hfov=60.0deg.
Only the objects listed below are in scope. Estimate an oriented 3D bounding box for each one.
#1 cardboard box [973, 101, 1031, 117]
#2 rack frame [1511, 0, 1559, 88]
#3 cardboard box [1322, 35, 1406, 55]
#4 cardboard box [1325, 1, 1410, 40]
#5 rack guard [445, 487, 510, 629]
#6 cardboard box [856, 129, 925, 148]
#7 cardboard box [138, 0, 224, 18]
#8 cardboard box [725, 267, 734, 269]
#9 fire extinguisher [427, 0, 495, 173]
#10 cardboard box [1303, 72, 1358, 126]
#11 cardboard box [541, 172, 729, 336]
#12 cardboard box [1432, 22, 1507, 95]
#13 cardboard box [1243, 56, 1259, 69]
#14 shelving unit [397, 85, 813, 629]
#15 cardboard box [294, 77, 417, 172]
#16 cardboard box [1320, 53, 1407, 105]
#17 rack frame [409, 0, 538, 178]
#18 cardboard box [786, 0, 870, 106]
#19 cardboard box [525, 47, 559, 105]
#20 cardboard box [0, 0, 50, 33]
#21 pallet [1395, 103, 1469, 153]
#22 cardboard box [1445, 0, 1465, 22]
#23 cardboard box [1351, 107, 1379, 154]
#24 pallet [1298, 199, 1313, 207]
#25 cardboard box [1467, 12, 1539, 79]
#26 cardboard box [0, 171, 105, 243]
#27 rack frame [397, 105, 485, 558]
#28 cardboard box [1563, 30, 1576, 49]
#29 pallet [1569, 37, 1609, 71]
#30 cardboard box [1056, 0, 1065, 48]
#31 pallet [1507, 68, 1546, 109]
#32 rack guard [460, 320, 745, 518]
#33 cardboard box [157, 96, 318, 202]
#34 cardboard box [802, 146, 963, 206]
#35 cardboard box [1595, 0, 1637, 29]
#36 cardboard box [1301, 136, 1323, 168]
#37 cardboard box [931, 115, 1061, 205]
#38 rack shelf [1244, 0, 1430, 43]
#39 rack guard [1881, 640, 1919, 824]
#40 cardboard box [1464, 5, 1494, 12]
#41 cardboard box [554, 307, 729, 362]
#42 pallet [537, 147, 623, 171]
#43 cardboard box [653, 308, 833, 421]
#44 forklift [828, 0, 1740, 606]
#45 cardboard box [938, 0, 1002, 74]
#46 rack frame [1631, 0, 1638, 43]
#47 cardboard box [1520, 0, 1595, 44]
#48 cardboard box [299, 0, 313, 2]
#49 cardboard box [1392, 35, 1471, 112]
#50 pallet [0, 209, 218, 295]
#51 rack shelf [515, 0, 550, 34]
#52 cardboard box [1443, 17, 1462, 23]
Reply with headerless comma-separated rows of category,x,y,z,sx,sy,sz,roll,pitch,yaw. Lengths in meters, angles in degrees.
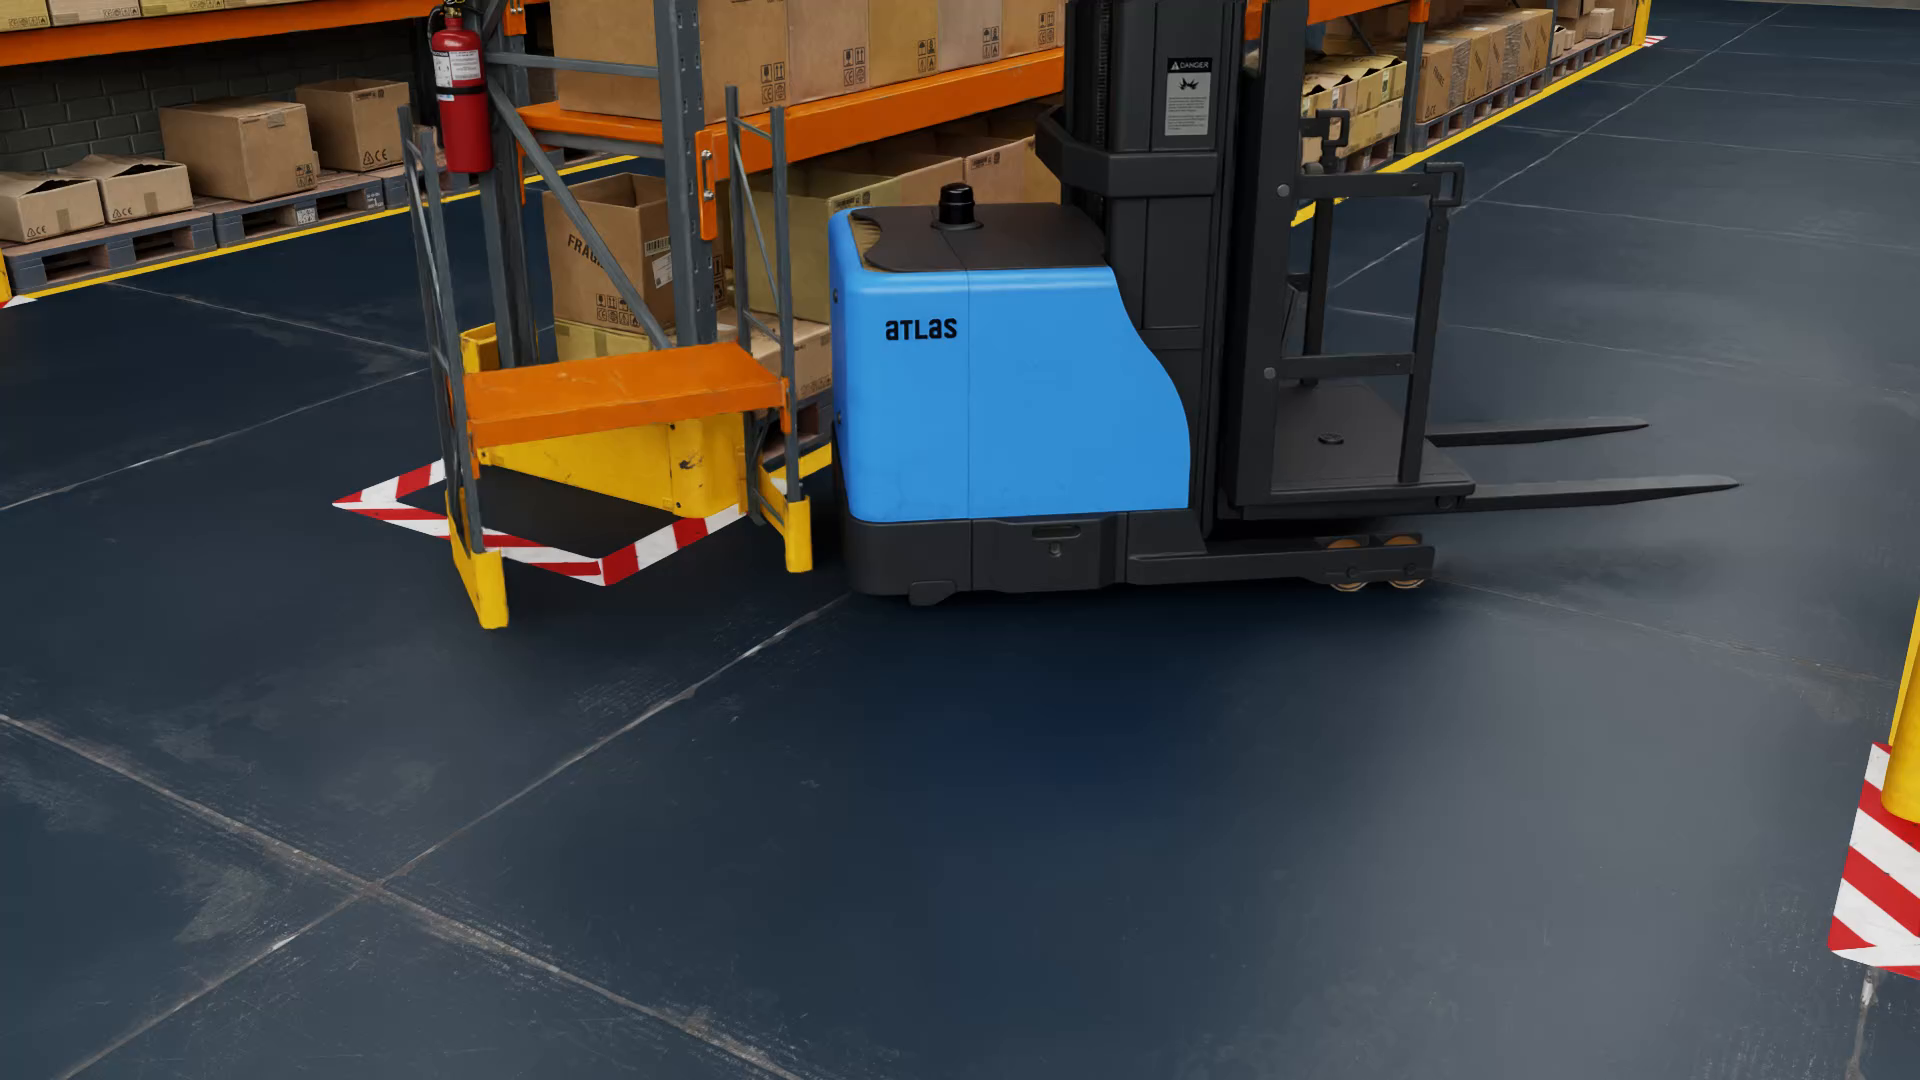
cardboard box,0.027,-1.996,8.573,0.500,0.500,0.500,14,27,29
rack frame,5.015,-5.682,15.099,1.000,3.000,0.127,14,27,29
cardboard box,3.199,-3.752,13.233,0.500,0.500,0.500,15,28,31
cardboard box,3.225,-4.116,13.130,0.500,0.250,0.500,15,28,31
rack guard,-1.548,0.049,5.321,0.087,0.250,0.587,-10,25,-22
cardboard box,-0.505,-1.659,7.796,0.500,0.500,0.500,14,27,29
cardboard box,-4.463,-3.056,9.197,0.500,0.250,0.500,13,27,28
cardboard box,-0.767,-1.146,7.554,0.500,0.250,0.500,14,27,29
fire extinguisher,-1.772,-1.654,5.892,0.296,0.674,0.183,14,27,29
cardboard box,2.301,-2.945,11.004,0.500,0.311,0.500,14,27,29
cardboard box,-1.285,-1.150,6.620,0.500,0.500,0.500,14,27,29
cardboard box,4.199,-4.004,13.816,0.500,0.500,0.500,13,27,27
cardboard box,2.109,-3.226,11.653,0.500,0.311,0.500,13,27,28
shelving unit,-1.095,-0.606,5.262,1.083,1.500,0.587,-10,25,-22
cardboard box,-3.929,-2.715,10.838,0.500,0.500,0.500,12,26,25
cardboard box,2.838,-3.292,11.805,0.500,0.311,0.500,15,27,30
rack frame,-3.415,-4.019,11.257,1.000,3.000,0.127,14,27,29
cardboard box,-0.785,-2.011,6.493,0.700,0.500,0.500,15,27,30
cardboard box,-3.041,-3.325,12.248,0.700,0.500,0.500,15,28,31
cardboard box,-4.998,-2.707,8.391,0.500,0.250,0.500,13,27,27
pallet,3.331,-3.296,13.099,1.003,0.211,1.213,14,27,29
cardboard box,4.025,-4.631,14.321,0.500,0.250,0.500,14,27,29
cardboard box,2.566,-2.859,11.512,0.500,0.250,0.500,14,27,28
pallet,1.793,-2.372,10.965,1.003,0.211,1.213,14,27,29
cardboard box,4.730,-4.345,14.604,0.500,0.500,0.500,14,27,29
cardboard box,-5.084,-1.851,9.081,0.500,0.311,0.500,11,26,23
rack frame,-1.566,-0.521,5.066,0.032,1.500,0.500,-10,25,-22
cardboard box,5.868,-4.974,16.477,0.380,0.166,0.250,14,27,29
pallet,6.021,-5.047,17.143,1.003,0.211,1.213,14,27,29
cardboard box,0.294,-2.697,8.079,0.700,0.500,0.500,14,27,28
pallet,4.618,-4.120,15.001,1.003,0.211,1.213,14,27,29
rack guard,-1.328,-0.477,6.222,1.175,0.500,0.348,14,27,29
cardboard box,-4.354,-2.368,10.036,0.700,0.500,0.500,12,26,26
cardboard box,-0.328,-1.382,7.155,0.500,0.500,0.500,14,27,29
cardboard box,7.047,-5.852,18.084,0.500,0.500,0.500,14,27,29
cardboard box,2.029,-2.516,10.719,0.500,0.250,0.500,14,27,30
cardboard box,0.202,-1.719,7.933,0.500,0.500,0.500,14,27,29
rack shelf,1.850,-3.327,10.565,1.077,0.370,4.000,14,27,29
rack guard,2.891,0.519,3.922,1.175,0.500,0.348,14,27,29
cardboard box,4.553,-4.625,15.249,0.500,0.500,0.500,13,26,27
cardboard box,-1.283,-0.806,6.768,0.500,0.250,0.500,14,27,29
pallet,-3.006,-3.002,12.419,1.003,0.211,1.213,14,27,29
cardboard box,-0.843,-0.697,6.517,0.500,0.250,0.500,14,27,29
forklift,1.096,-1.383,5.256,3.031,2.935,1.130,-3,24,-7
cardboard box,-0.244,-2.356,7.290,0.700,0.500,0.500,15,27,31
rack frame,7.125,-7.032,18.218,1.000,3.000,0.127,14,27,29
cardboard box,6.002,-5.373,16.975,0.797,0.503,0.637,14,27,29
cardboard box,-3.930,-3.396,9.983,0.500,0.250,0.500,14,27,29
cardboard box,3.659,-3.658,13.018,0.500,0.500,0.500,13,27,27
pallet,-5.027,-1.681,9.368,1.003,0.211,1.213,14,27,29
rack shelf,-2.360,-4.364,12.960,1.077,0.370,4.000,14,27,29
cardboard box,4.011,-4.275,14.442,0.500,0.500,0.500,14,27,30
